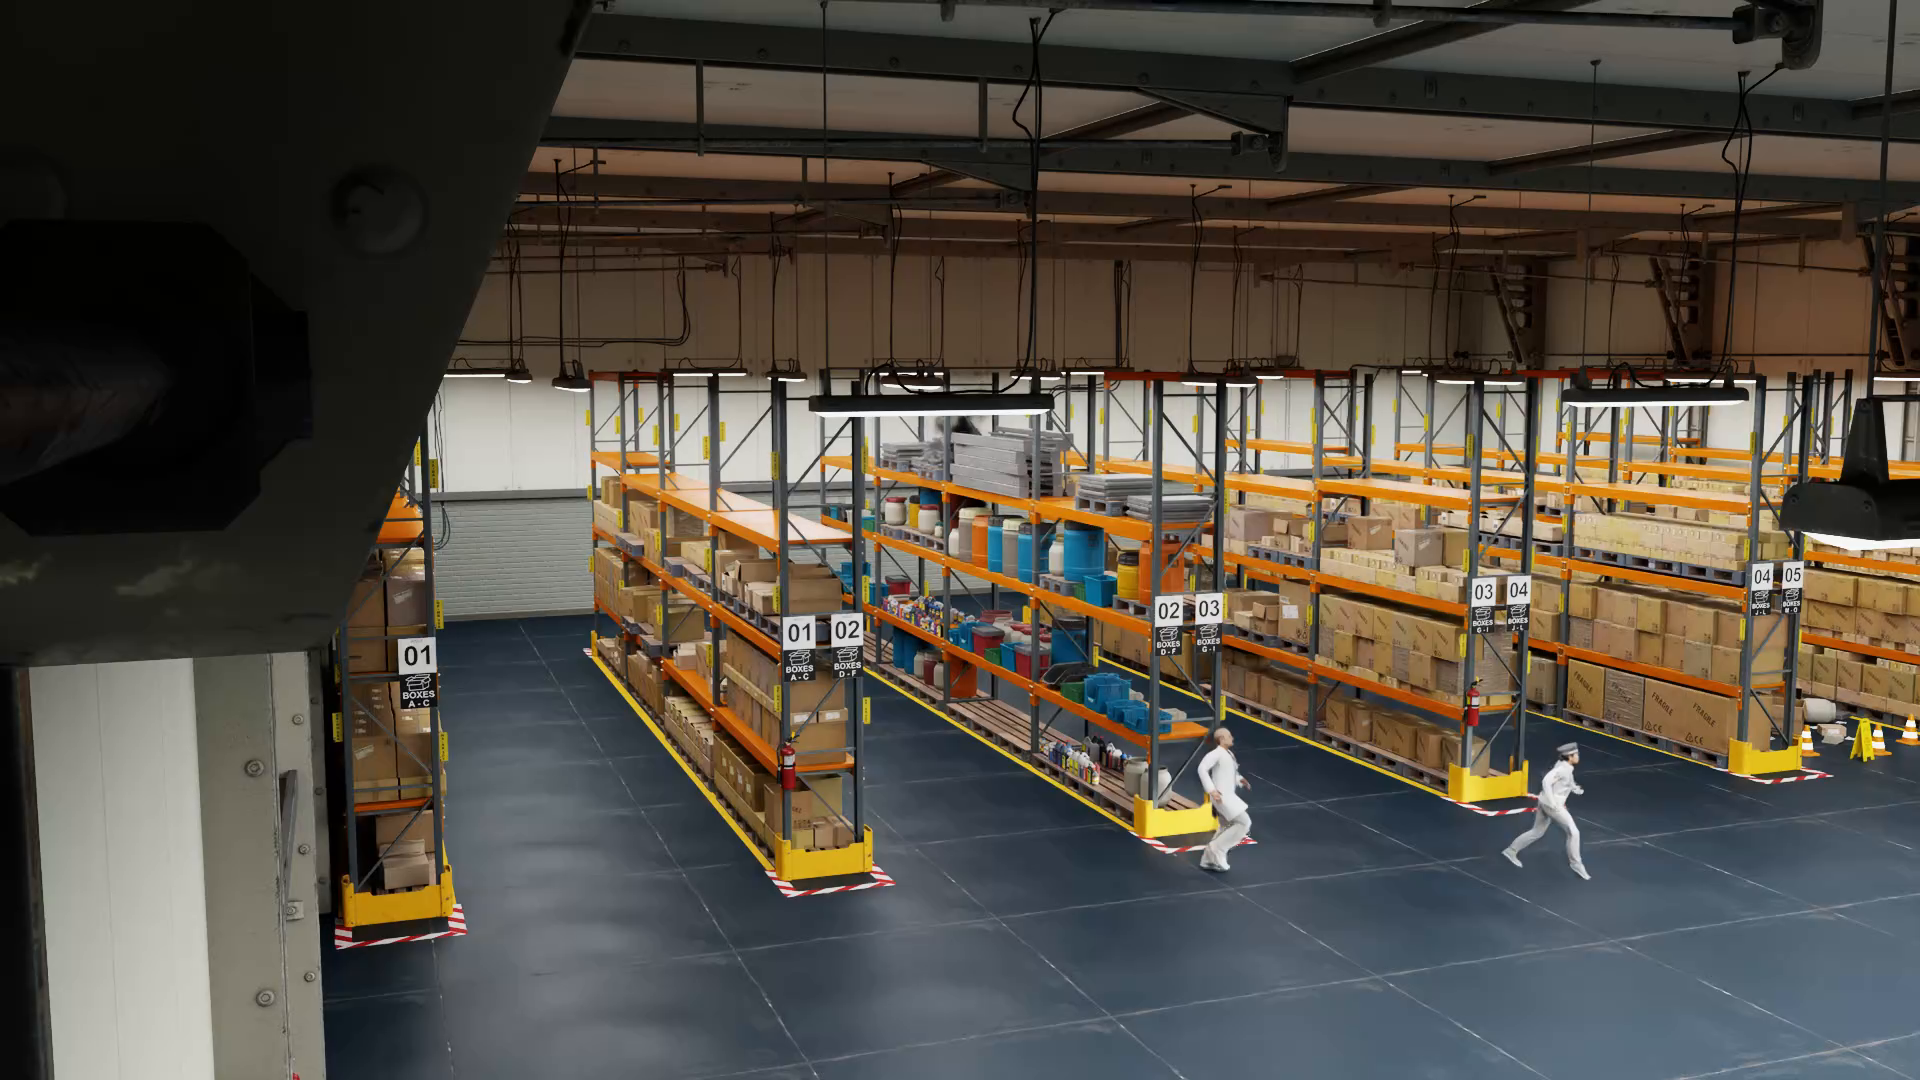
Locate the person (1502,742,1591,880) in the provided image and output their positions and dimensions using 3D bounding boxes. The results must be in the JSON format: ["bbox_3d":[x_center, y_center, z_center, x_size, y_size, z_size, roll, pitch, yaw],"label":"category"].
[{"bbox_3d":[7.134,3.271,20.161,1.037,1.686,0.616,1,6,8],"label":"person"}]

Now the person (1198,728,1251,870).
[{"bbox_3d":[3.277,3.220,20.510,0.643,1.649,0.738,2,7,13],"label":"person"}]

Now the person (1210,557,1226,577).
[{"bbox_3d":[6.461,0.884,41.468,0.884,1.660,0.661,-1,6,-7],"label":"person"}]
